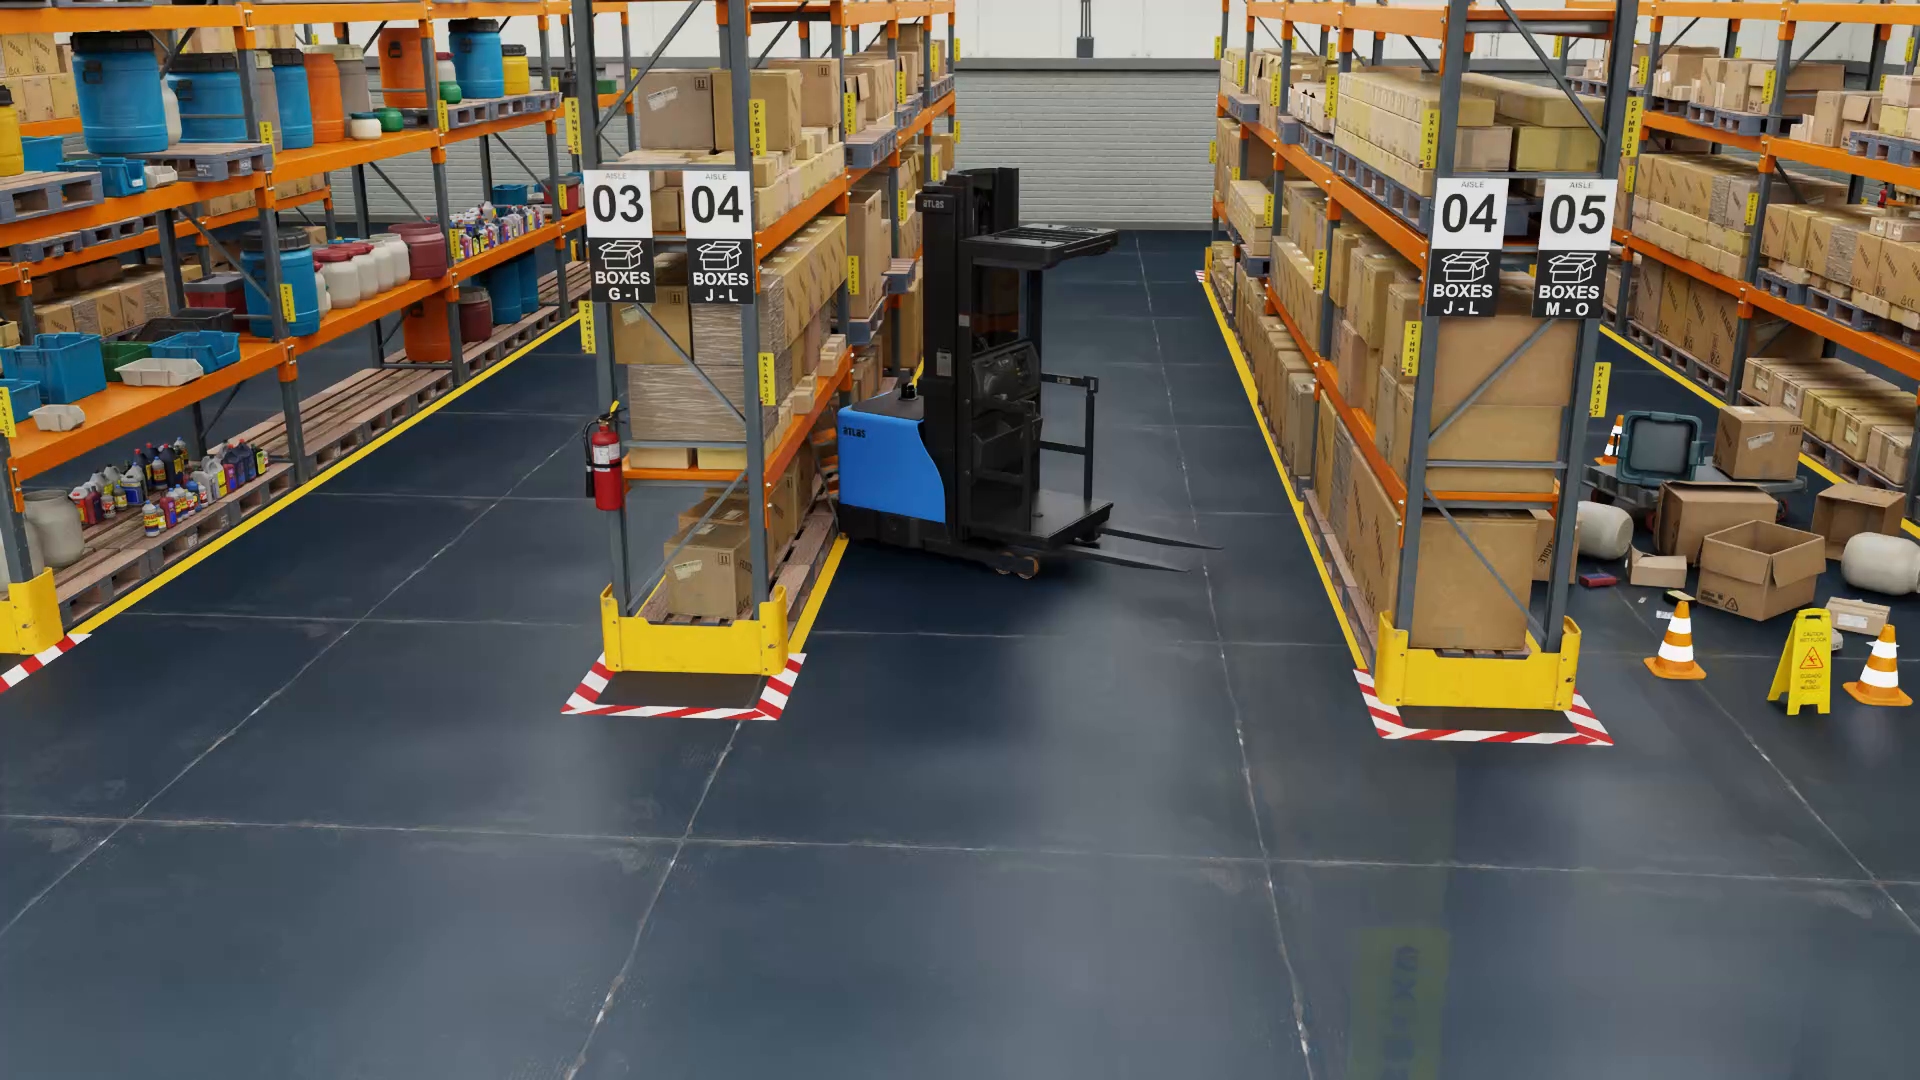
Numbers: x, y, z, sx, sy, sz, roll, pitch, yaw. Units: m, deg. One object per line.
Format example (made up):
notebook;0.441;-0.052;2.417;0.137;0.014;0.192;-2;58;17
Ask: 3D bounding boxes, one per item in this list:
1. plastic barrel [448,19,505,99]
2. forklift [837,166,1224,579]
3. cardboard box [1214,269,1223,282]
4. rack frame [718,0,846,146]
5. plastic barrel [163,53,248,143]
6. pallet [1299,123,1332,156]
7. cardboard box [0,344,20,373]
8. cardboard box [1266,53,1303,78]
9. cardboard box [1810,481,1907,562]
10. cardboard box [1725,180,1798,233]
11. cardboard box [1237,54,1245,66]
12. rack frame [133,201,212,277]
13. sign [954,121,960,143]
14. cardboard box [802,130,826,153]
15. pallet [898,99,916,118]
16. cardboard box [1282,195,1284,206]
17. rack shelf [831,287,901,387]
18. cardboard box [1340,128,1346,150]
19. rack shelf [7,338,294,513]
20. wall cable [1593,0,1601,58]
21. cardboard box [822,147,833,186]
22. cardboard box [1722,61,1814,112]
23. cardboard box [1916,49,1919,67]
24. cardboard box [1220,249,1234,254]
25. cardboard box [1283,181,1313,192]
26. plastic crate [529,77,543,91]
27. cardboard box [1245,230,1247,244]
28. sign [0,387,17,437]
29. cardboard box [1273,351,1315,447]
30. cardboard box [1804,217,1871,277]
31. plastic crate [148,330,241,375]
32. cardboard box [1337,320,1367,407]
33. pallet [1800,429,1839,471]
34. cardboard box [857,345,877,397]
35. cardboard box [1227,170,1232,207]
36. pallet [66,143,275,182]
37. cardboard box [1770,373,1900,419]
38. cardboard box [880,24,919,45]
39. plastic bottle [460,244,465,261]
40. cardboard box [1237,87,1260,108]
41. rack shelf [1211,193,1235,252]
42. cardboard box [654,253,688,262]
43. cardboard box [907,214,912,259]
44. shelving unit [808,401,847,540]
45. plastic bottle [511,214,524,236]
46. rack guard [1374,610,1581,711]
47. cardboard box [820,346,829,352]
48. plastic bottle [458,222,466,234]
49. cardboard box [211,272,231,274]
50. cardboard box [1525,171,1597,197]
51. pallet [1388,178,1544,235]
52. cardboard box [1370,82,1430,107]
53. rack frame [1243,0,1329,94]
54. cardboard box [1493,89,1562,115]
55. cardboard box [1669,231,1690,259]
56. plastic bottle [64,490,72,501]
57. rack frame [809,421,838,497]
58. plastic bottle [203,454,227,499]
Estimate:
plastic barrel;-5.783;-5.758;19.882;0.600;0.901;0.708;1;18;4
forklift;0.533;-1.290;12.653;3.031;2.935;1.130;11;21;30
cardboard box;3.921;-3.870;24.320;0.380;0.149;0.250;2;18;5
rack frame;-1.447;-4.684;13.267;1.000;3.000;0.127;1;18;4
plastic barrel;-6.567;-3.770;14.490;0.600;0.901;0.708;1;18;4
pallet;3.710;-3.721;15.447;1.003;0.211;1.213;2;18;6
cardboard box;-10.835;-2.022;18.518;0.500;0.250;0.500;2;18;5
cardboard box;3.622;-5.302;18.578;0.396;0.266;0.258;1;18;4
cardboard box;7.004;-0.123;12.992;0.500;0.500;0.500;17;25;41
cardboard box;8.501;-3.543;17.654;0.500;0.500;0.500;1;18;2
cardboard box;3.801;-6.219;21.567;0.380;0.149;0.250;1;18;4
rack frame;-10.754;-4.540;22.462;1.000;3.000;0.127;1;18;4
sign;-0.046;-6.207;25.307;0.100;0.325;0.005;1;18;4
cardboard box;-1.218;-3.022;12.613;0.380;0.149;0.250;1;18;2
pallet;-1.089;-4.960;19.228;1.003;0.211;1.213;2;18;6
cardboard box;4.235;-4.269;20.887;0.380;0.149;0.250;2;18;6
rack shelf;-1.303;-2.113;16.208;1.077;0.370;4.000;1;18;4
cardboard box;3.112;-3.058;12.691;0.380;0.149;0.250;1;18;4
rack shelf;-6.530;-0.981;12.754;1.077;0.370;4.000;1;18;4
wall cable;10.175;-9.945;29.322;2.355;3.000;0.029;1;18;4
cardboard box;-1.267;-2.878;12.813;0.500;0.250;0.500;2;18;5
cardboard box;8.606;-4.839;17.720;0.700;0.500;0.500;0;18;1
cardboard box;13.967;-6.830;23.594;0.500;0.250;0.500;1;18;3
cardboard box;3.996;-4.148;24.213;0.380;0.149;0.250;0;18;1
cardboard box;4.233;-4.410;20.837;0.380;0.149;0.250;2;18;6
plastic crate;-5.993;-6.358;23.384;0.437;0.282;0.530;1;18;4
cardboard box;3.416;-3.411;18.746;0.380;0.149;0.250;1;18;3
sign;-6.125;-0.819;10.662;0.100;0.325;0.005;1;18;4
cardboard box;3.521;-1.316;15.561;1.050;0.750;0.750;1;18;4
cardboard box;8.400;-2.781;15.781;0.500;0.500;0.500;2;18;5
plastic crate;-6.195;-1.523;13.494;0.499;0.251;0.616;1;18;4
cardboard box;3.306;-1.311;12.366;0.875;0.550;0.550;1;18;4
pallet;8.577;-0.909;15.857;1.003;0.211;1.213;1;18;4
cardboard box;-1.215;-1.716;17.150;0.700;0.500;0.500;0;18;-1
cardboard box;3.858;-4.682;22.258;0.500;0.500;0.500;1;18;2
pallet;-6.341;-3.053;13.410;1.213;0.211;1.003;1;18;4
cardboard box;8.629;-1.401;16.426;0.950;0.372;0.625;1;18;3
cardboard box;-0.799;-6.686;21.994;0.500;0.250;0.500;0;18;0
plastic bottle;-5.704;-3.285;18.949;0.097;0.201;0.097;0;18;0
cardboard box;3.833;-5.688;21.390;0.500;0.250;0.500;2;18;5
rack shelf;4.210;-4.455;23.357;1.077;0.370;4.000;1;18;4
cardboard box;-1.872;-1.742;11.678;0.500;0.500;0.500;1;18;4
cardboard box;-0.819;-3.428;18.908;0.500;0.500;0.500;1;18;2
shelving unit;-1.042;-0.647;13.536;0.258;1.200;0.503;-17;13;-3
plastic bottle;-5.582;-3.970;20.920;0.152;0.276;0.135;1;18;4
rack guard;3.205;0.746;10.342;1.175;0.500;0.348;1;18;4
cardboard box;-1.274;-1.487;13.547;0.380;0.149;0.250;1;18;4
plastic bottle;-6.184;-3.842;20.651;0.097;0.201;0.097;0;18;0
cardboard box;-10.508;-3.597;23.195;0.500;0.311;0.500;1;18;4
cardboard box;3.551;-2.101;9.770;0.380;0.149;0.250;1;18;4
pallet;3.249;-2.063;10.226;1.003;0.211;1.213;1;18;4
cardboard box;3.019;-3.045;11.370;0.380;0.149;0.250;1;18;4
rack frame;4.067;-7.027;20.416;1.000;3.000;0.127;1;18;4
cardboard box;3.622;-2.793;10.601;0.380;0.149;0.250;1;18;3
cardboard box;8.583;-3.420;19.284;0.500;0.250;0.500;1;18;3
plastic bottle;-6.989;-0.237;12.984;0.061;0.283;0.133;2;18;5
rack frame;-1.070;-0.697;13.773;0.240;1.200;0.015;-17;13;-3
plastic bottle;-6.182;-0.528;13.764;0.144;0.351;0.185;1;18;4
